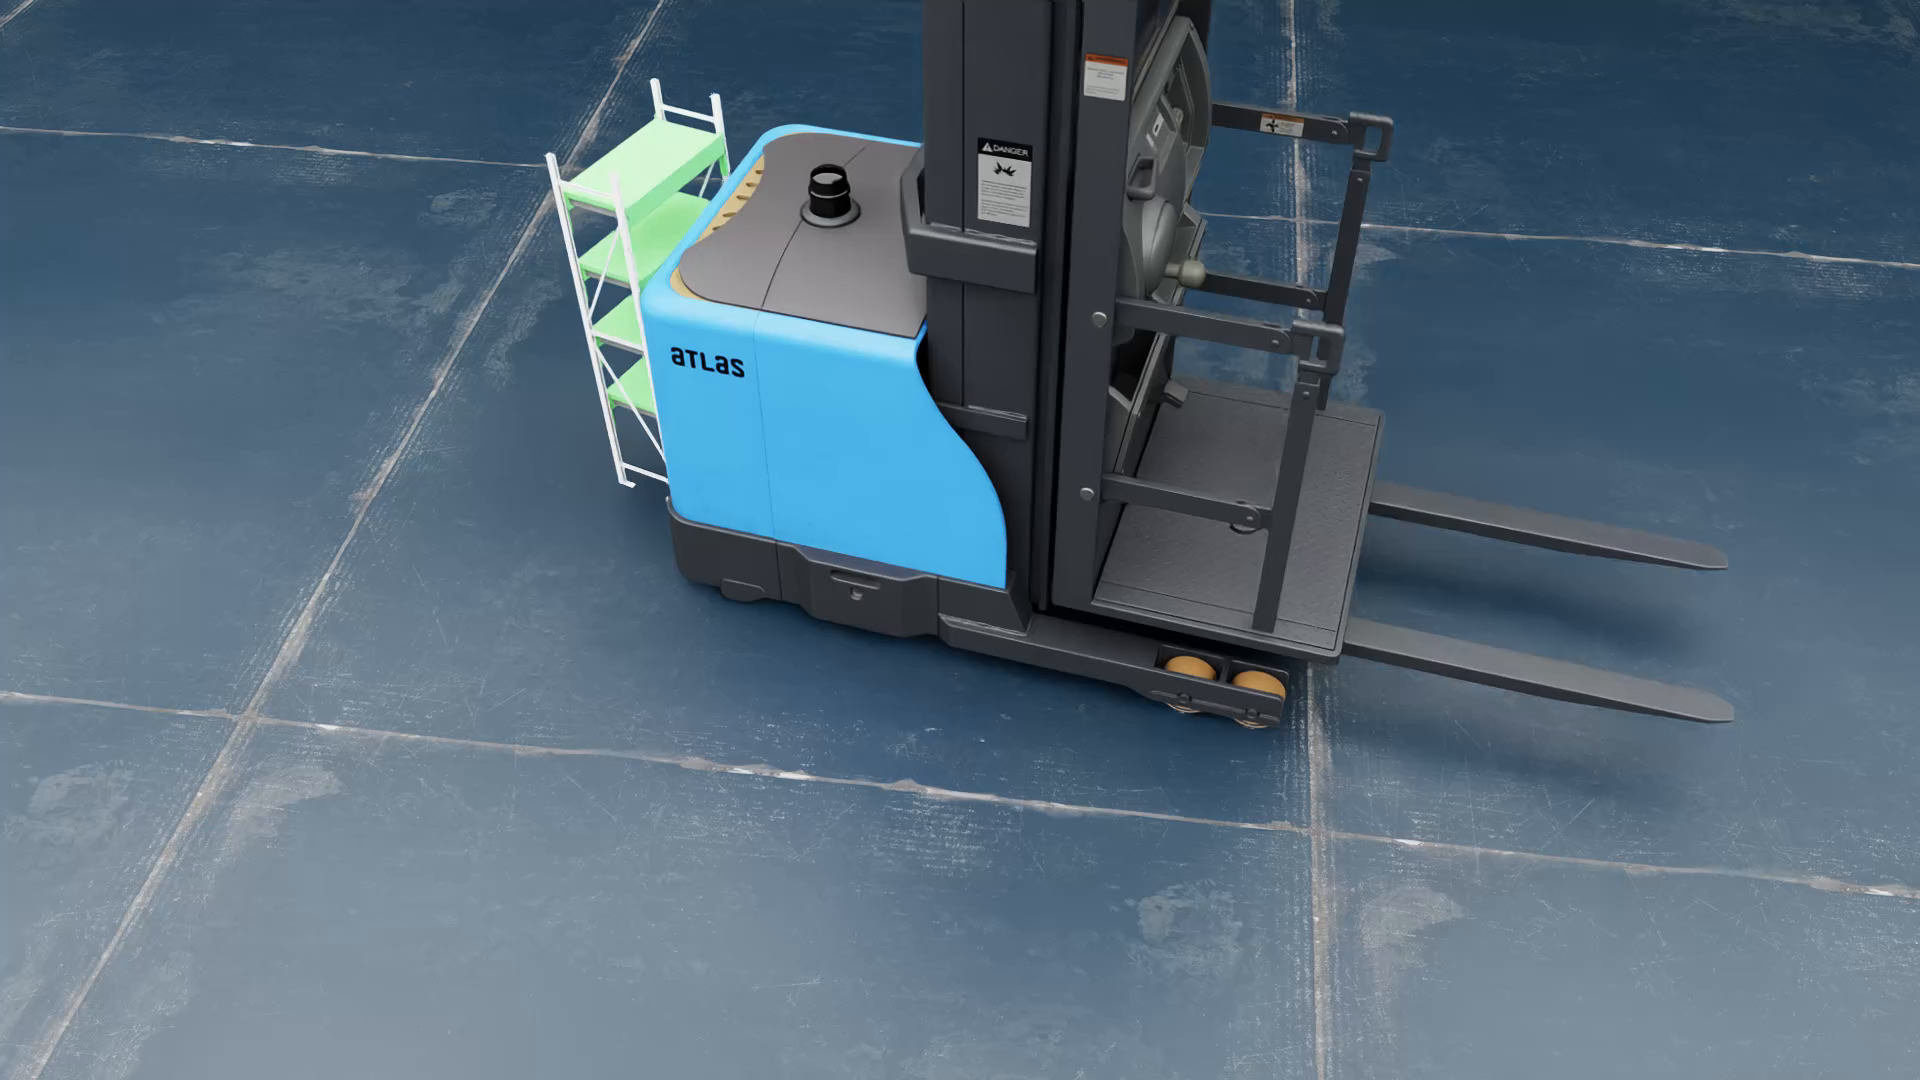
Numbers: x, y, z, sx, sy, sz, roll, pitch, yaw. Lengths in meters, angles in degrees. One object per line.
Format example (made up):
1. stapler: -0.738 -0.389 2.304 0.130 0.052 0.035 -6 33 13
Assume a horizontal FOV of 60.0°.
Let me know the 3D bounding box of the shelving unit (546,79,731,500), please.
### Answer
1. shelving unit: -0.910 -0.745 5.157 0.258 1.200 0.503 19 47 22

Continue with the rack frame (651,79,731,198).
1. rack frame: -0.793 -0.892 5.312 0.240 1.200 0.015 19 47 22

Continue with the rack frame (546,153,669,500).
1. rack frame: -1.027 -0.598 5.001 0.240 1.200 0.015 19 47 22

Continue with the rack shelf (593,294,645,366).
1. rack shelf: -0.908 -0.698 5.200 0.258 0.148 0.480 19 47 22

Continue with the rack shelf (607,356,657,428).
1. rack shelf: -0.900 -0.521 5.361 0.258 0.148 0.480 19 47 22

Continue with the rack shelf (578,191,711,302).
1. rack shelf: -0.916 -0.875 5.038 0.258 0.148 0.480 19 47 22

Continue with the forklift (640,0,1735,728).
1. forklift: 0.709 -0.945 4.117 3.031 2.935 1.130 12 45 12

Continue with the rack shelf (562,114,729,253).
1. rack shelf: -0.924 -1.052 4.876 0.258 0.148 0.480 19 47 22
